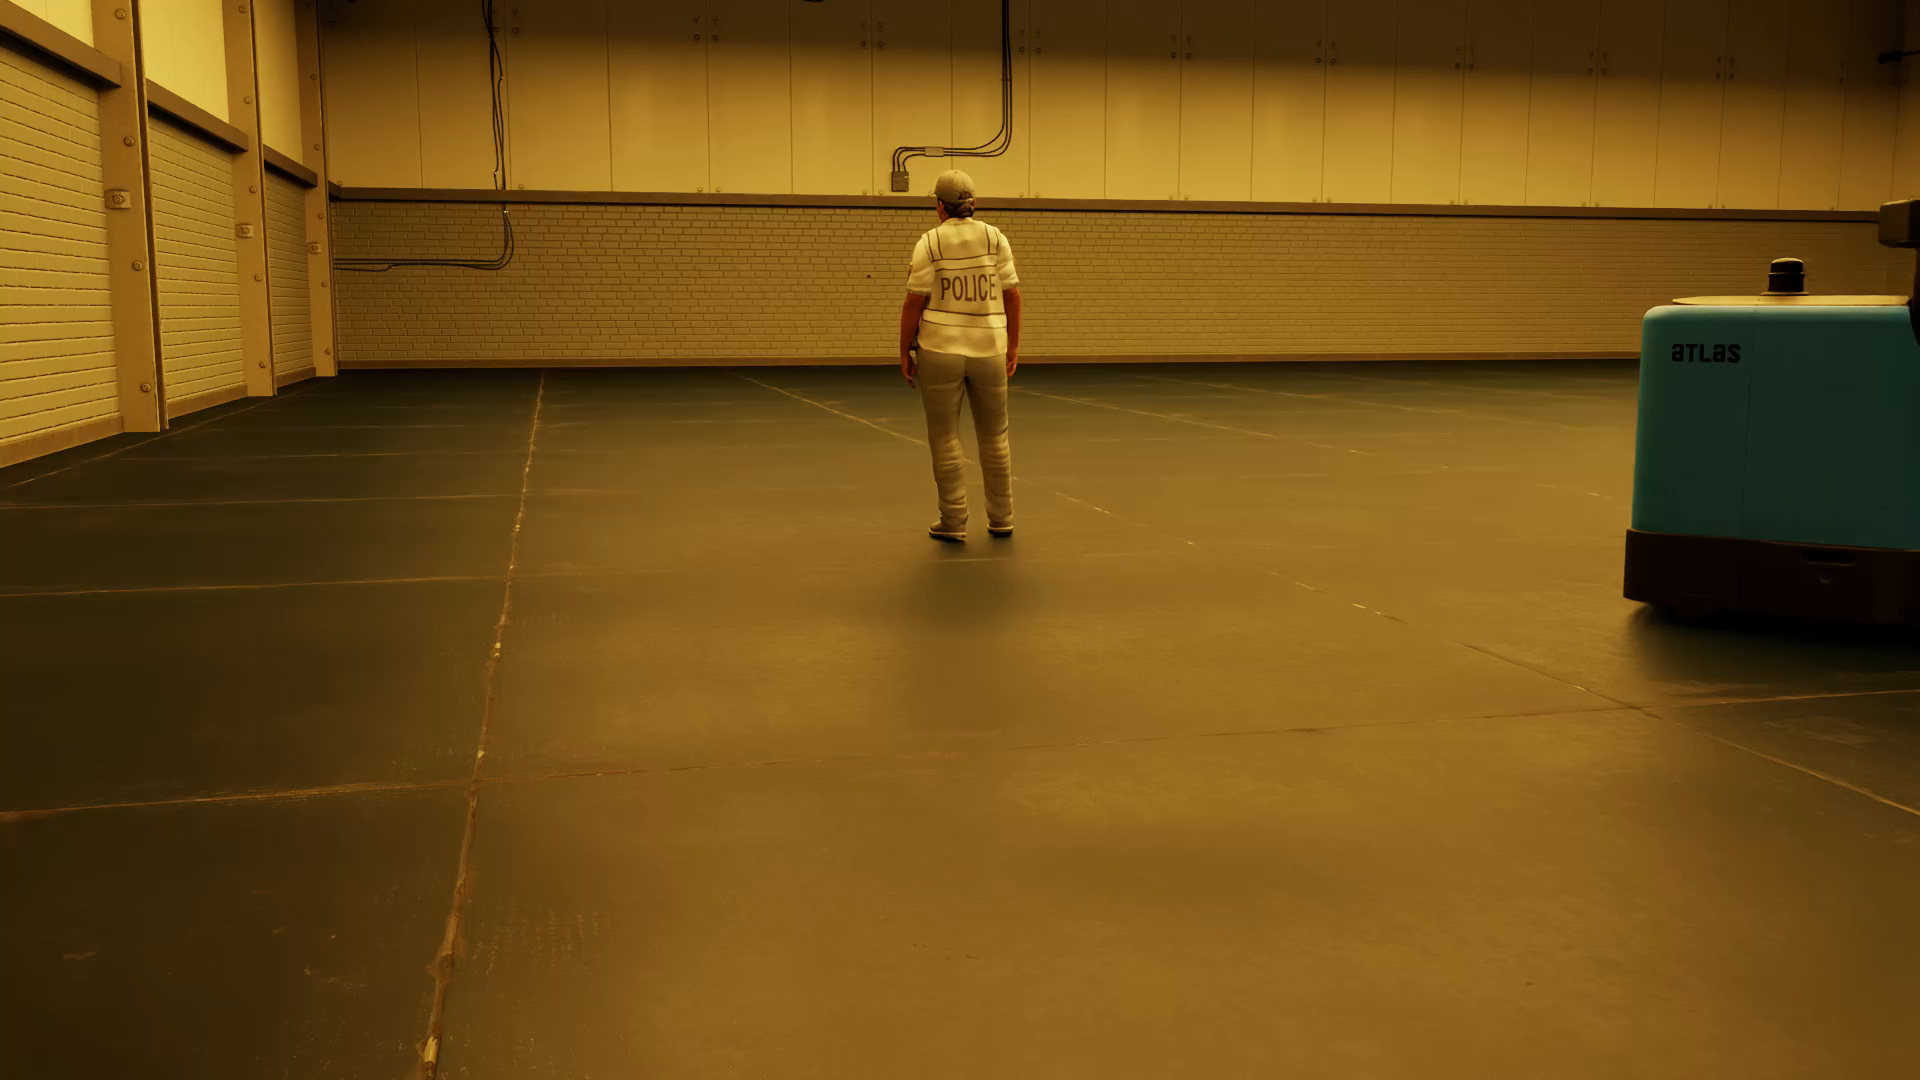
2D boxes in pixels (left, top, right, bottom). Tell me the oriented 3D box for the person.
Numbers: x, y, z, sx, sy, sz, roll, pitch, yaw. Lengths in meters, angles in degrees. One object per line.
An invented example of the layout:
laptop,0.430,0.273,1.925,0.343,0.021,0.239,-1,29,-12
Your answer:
person,0.004,-0.844,7.669,0.599,1.670,0.529,-2,8,-13

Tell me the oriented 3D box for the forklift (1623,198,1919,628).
forklift,3.819,-1.122,5.155,3.031,2.935,1.130,5,9,32
